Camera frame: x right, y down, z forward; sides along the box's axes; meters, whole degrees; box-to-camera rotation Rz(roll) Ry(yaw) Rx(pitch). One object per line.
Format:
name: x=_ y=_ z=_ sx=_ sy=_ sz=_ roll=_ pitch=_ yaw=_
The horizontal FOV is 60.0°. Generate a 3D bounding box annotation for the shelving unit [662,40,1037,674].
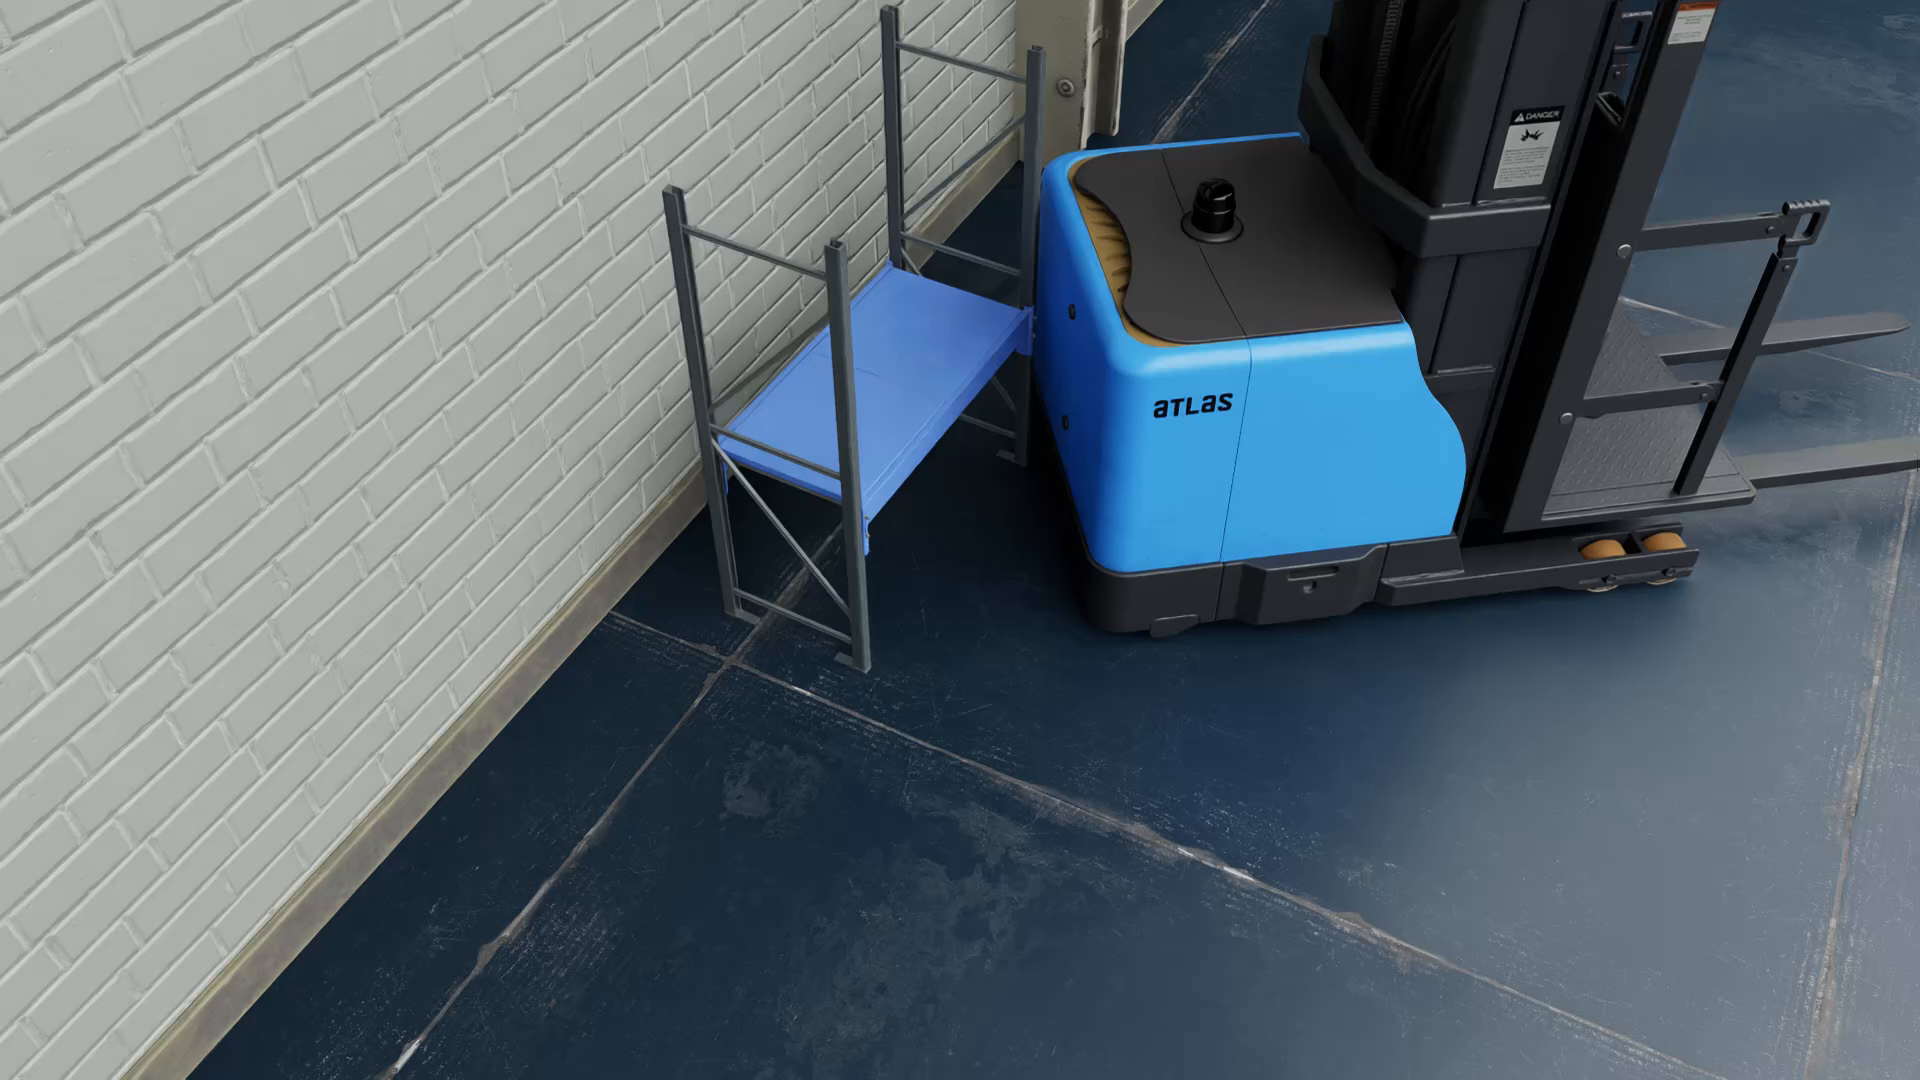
shelving unit: x=-0.243 y=-0.544 z=4.733 sx=0.538 sy=1.500 sz=1.039 roll=21 pitch=49 yaw=20

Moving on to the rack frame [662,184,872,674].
rack frame: x=-0.486 y=-0.230 z=4.423 sx=0.500 sy=1.500 sz=0.032 roll=21 pitch=49 yaw=20

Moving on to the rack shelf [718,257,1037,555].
rack shelf: x=-0.240 y=-0.420 z=4.864 sx=0.538 sy=0.185 sz=1.000 roll=21 pitch=49 yaw=20

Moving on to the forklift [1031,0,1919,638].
forklift: x=1.789 y=-1.238 z=4.412 sx=3.031 sy=2.935 sz=1.130 roll=-7 pitch=46 yaw=-6

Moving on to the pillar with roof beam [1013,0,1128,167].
pillar with roof beam: x=4.248 y=-3.379 z=2.263 sx=9.100 sy=9.000 sz=0.400 roll=20 pitch=49 yaw=19

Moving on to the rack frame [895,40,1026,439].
rack frame: x=0.004 y=-0.864 z=5.049 sx=0.475 sy=1.308 sz=0.013 roll=21 pitch=49 yaw=20
